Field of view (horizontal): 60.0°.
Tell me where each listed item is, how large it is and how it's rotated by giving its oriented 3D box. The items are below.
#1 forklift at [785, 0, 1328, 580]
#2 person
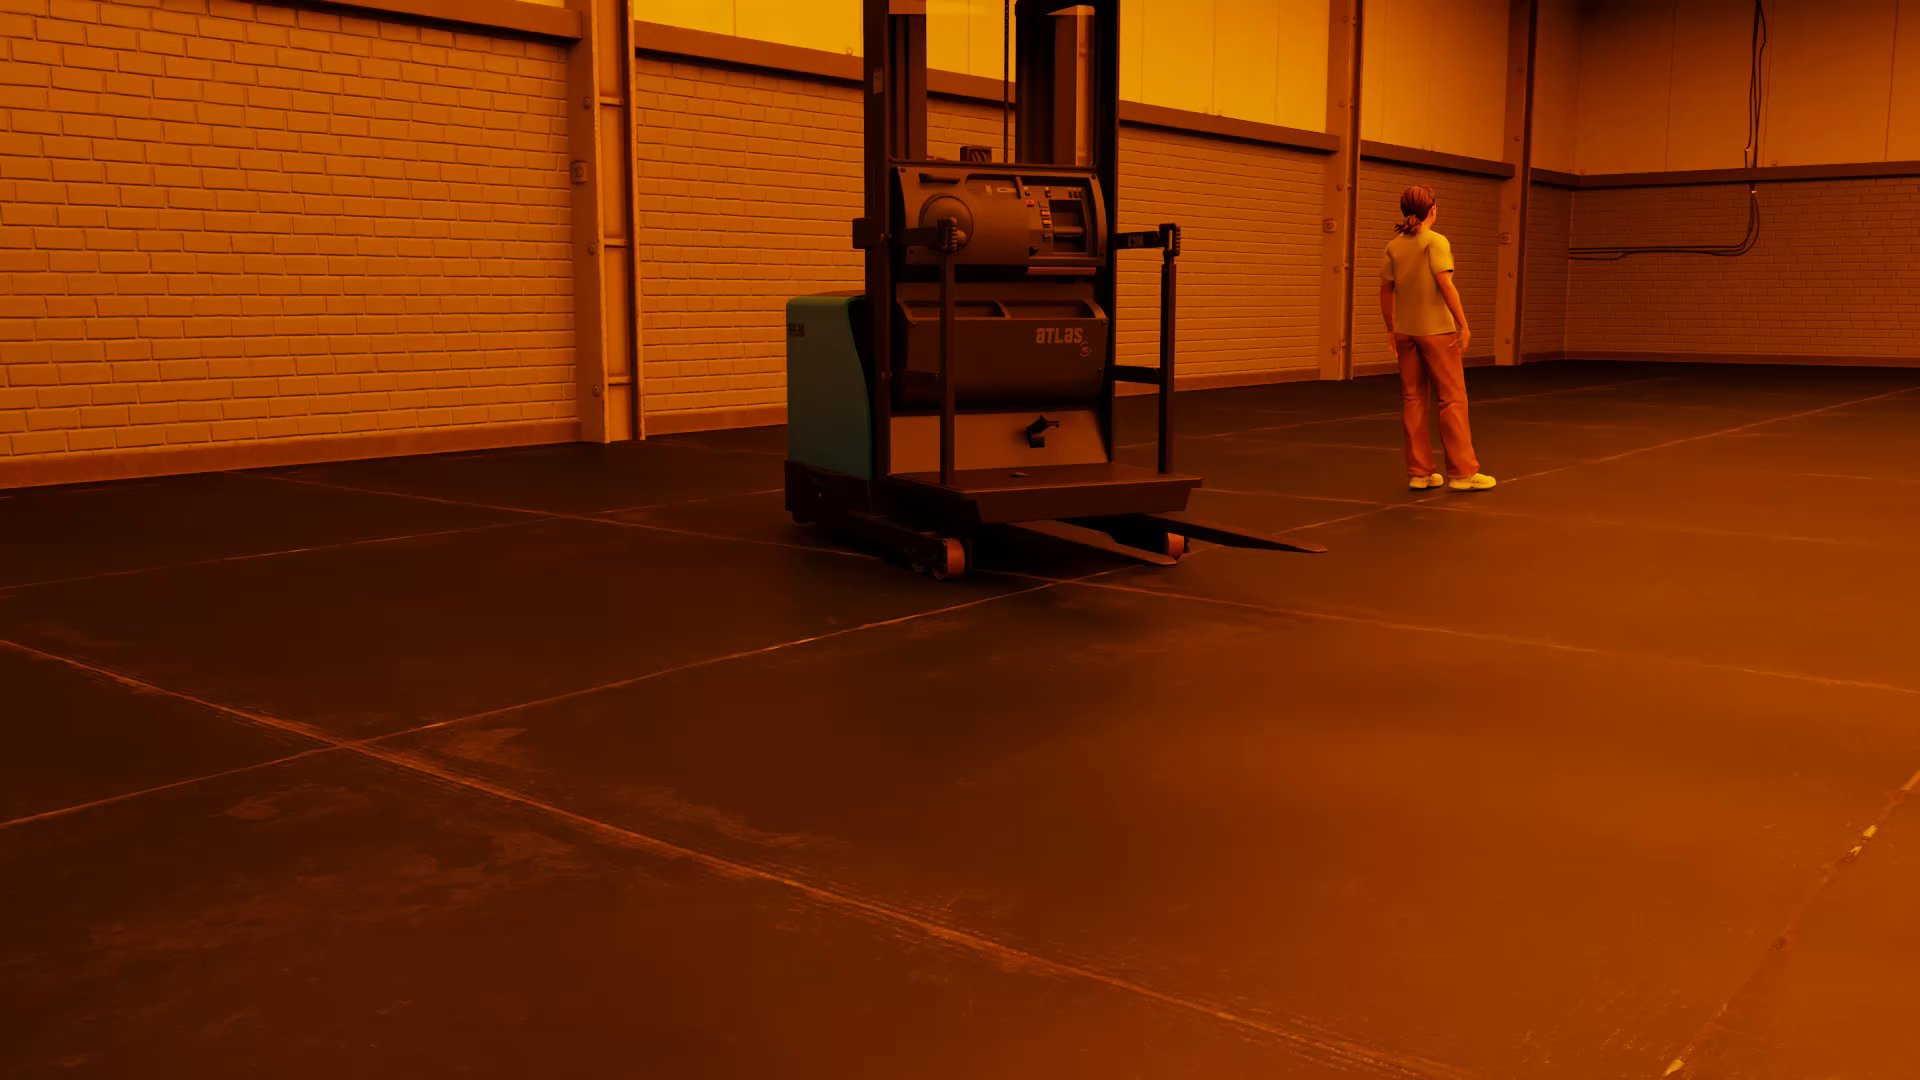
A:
[{"bbox_3d":[0.276,-1.370,6.641,1.130,2.935,3.031,-4,9,-26],"label":"forklift"},{"bbox_3d":[2.641,-1.126,9.264,0.550,1.676,0.554,-6,10,-35],"label":"person"}]
